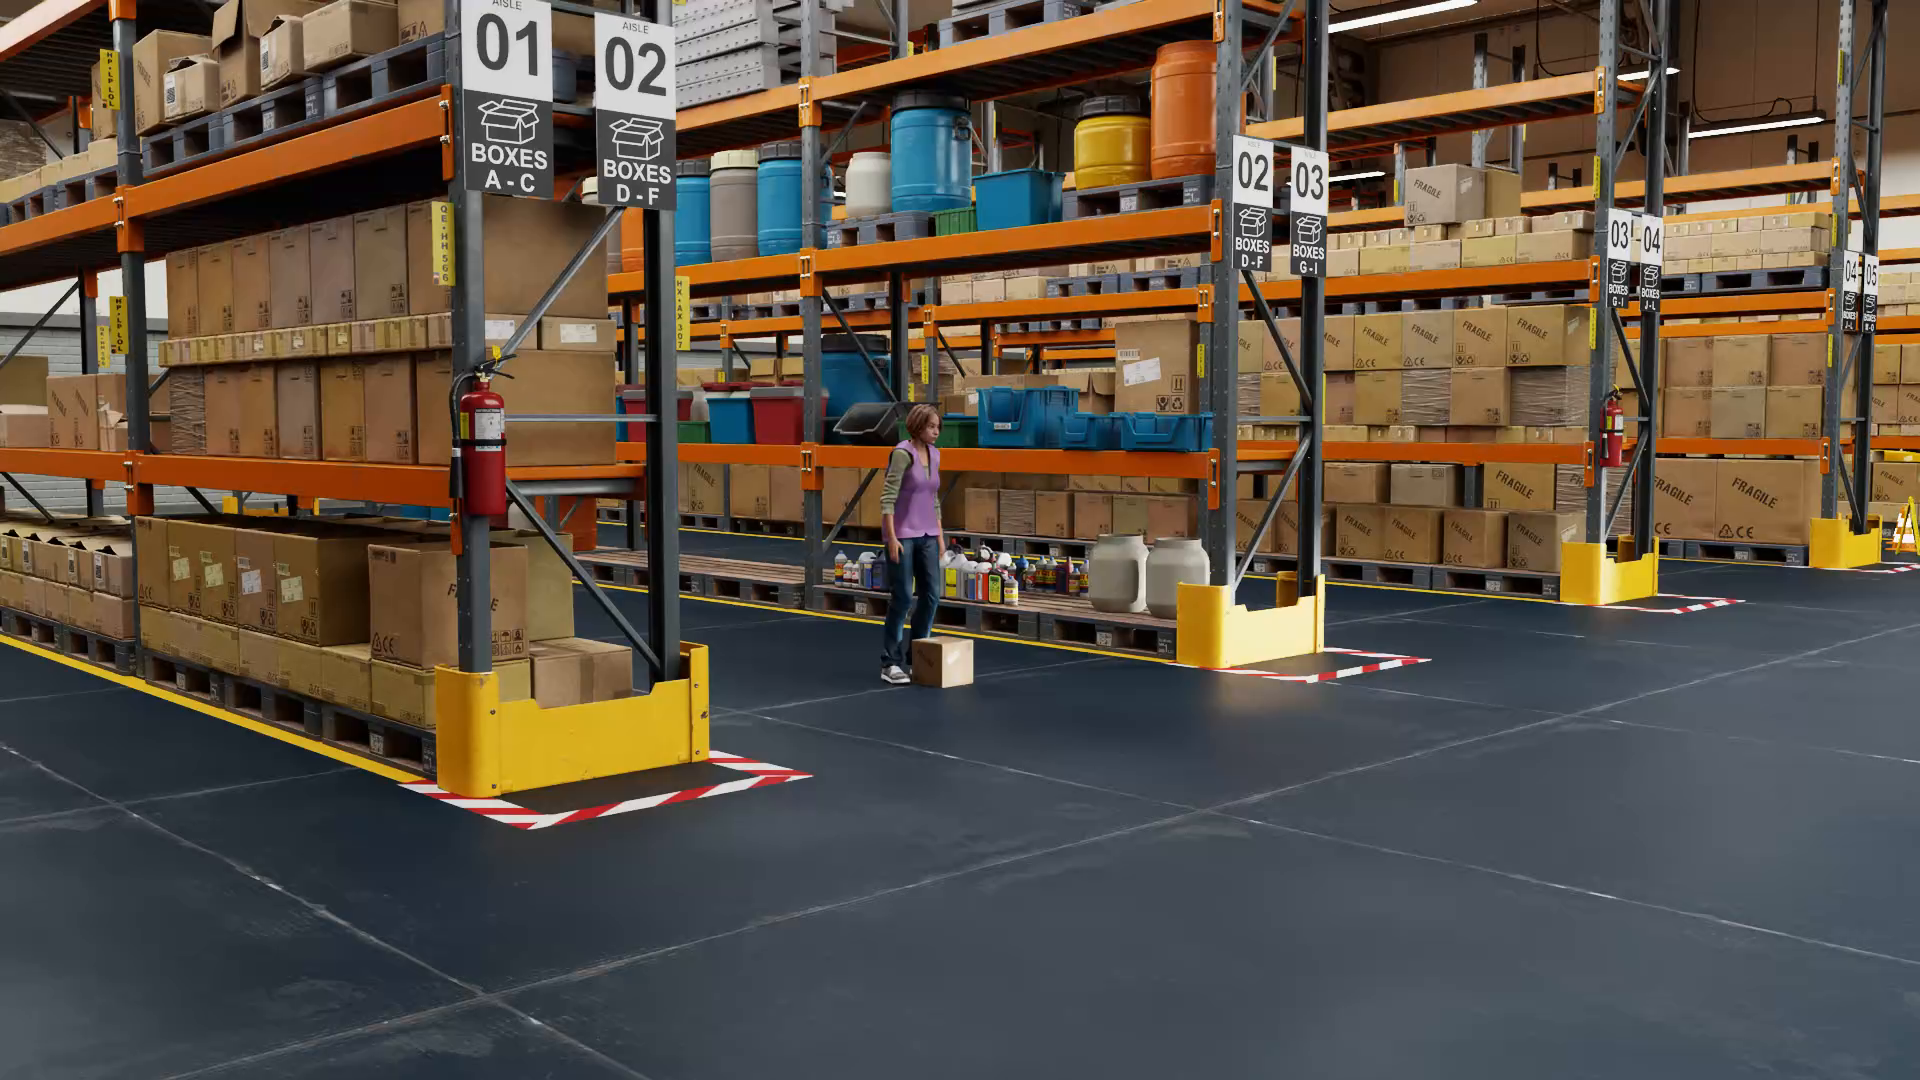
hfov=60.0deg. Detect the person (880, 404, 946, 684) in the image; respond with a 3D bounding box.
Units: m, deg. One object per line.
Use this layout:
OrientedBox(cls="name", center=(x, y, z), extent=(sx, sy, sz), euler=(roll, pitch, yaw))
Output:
OrientedBox(cls="person", center=(-0.269, 0.013, 9.605), extent=(0.348, 1.592, 0.483), euler=(4, 6, 42))
